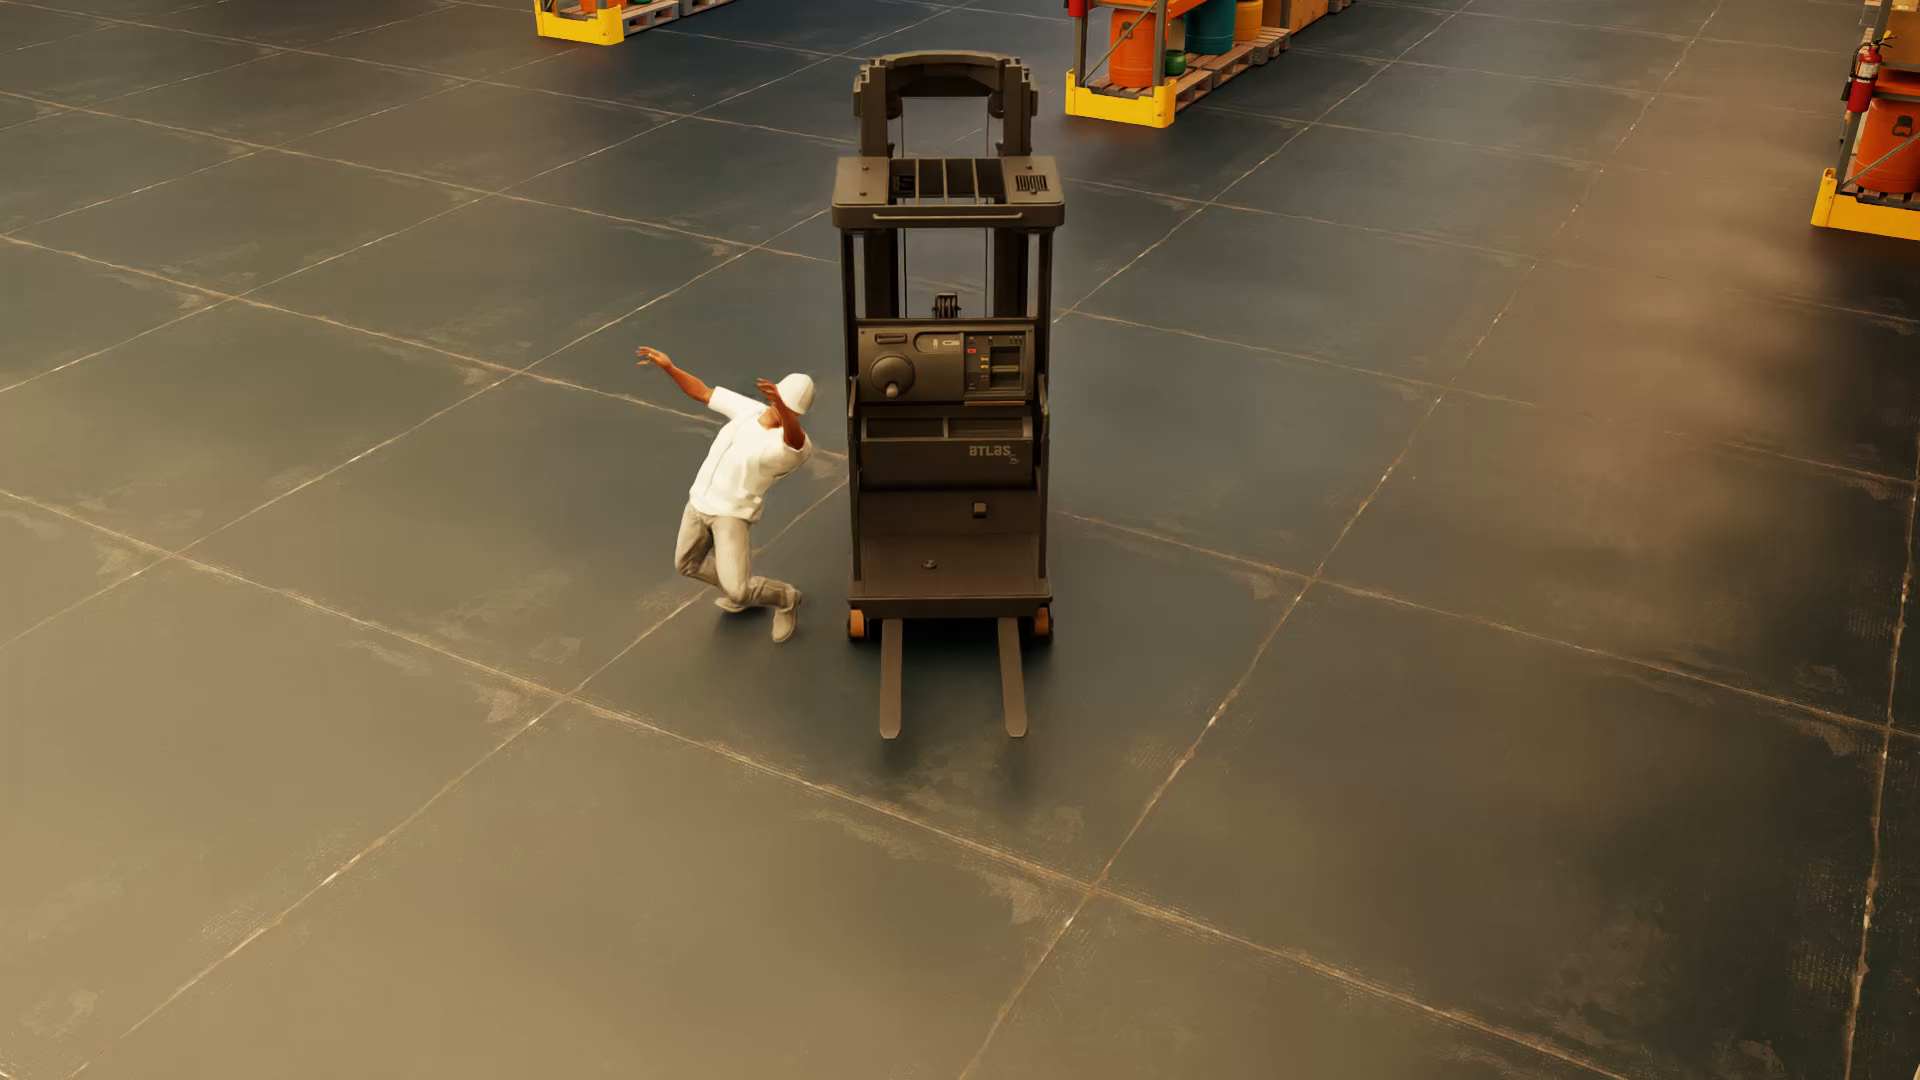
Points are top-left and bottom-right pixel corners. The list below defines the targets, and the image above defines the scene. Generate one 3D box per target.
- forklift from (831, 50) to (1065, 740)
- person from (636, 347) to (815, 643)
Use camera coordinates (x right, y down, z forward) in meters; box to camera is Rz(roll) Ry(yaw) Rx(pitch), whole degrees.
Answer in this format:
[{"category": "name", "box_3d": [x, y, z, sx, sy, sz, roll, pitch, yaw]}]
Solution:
[{"category": "forklift", "box_3d": [-0.063, -0.891, 8.614, 1.130, 2.935, 3.031, -1, 30, -1]}, {"category": "person", "box_3d": [-1.151, -0.295, 8.852, 0.753, 1.643, 1.028, -24, 38, -35]}]
